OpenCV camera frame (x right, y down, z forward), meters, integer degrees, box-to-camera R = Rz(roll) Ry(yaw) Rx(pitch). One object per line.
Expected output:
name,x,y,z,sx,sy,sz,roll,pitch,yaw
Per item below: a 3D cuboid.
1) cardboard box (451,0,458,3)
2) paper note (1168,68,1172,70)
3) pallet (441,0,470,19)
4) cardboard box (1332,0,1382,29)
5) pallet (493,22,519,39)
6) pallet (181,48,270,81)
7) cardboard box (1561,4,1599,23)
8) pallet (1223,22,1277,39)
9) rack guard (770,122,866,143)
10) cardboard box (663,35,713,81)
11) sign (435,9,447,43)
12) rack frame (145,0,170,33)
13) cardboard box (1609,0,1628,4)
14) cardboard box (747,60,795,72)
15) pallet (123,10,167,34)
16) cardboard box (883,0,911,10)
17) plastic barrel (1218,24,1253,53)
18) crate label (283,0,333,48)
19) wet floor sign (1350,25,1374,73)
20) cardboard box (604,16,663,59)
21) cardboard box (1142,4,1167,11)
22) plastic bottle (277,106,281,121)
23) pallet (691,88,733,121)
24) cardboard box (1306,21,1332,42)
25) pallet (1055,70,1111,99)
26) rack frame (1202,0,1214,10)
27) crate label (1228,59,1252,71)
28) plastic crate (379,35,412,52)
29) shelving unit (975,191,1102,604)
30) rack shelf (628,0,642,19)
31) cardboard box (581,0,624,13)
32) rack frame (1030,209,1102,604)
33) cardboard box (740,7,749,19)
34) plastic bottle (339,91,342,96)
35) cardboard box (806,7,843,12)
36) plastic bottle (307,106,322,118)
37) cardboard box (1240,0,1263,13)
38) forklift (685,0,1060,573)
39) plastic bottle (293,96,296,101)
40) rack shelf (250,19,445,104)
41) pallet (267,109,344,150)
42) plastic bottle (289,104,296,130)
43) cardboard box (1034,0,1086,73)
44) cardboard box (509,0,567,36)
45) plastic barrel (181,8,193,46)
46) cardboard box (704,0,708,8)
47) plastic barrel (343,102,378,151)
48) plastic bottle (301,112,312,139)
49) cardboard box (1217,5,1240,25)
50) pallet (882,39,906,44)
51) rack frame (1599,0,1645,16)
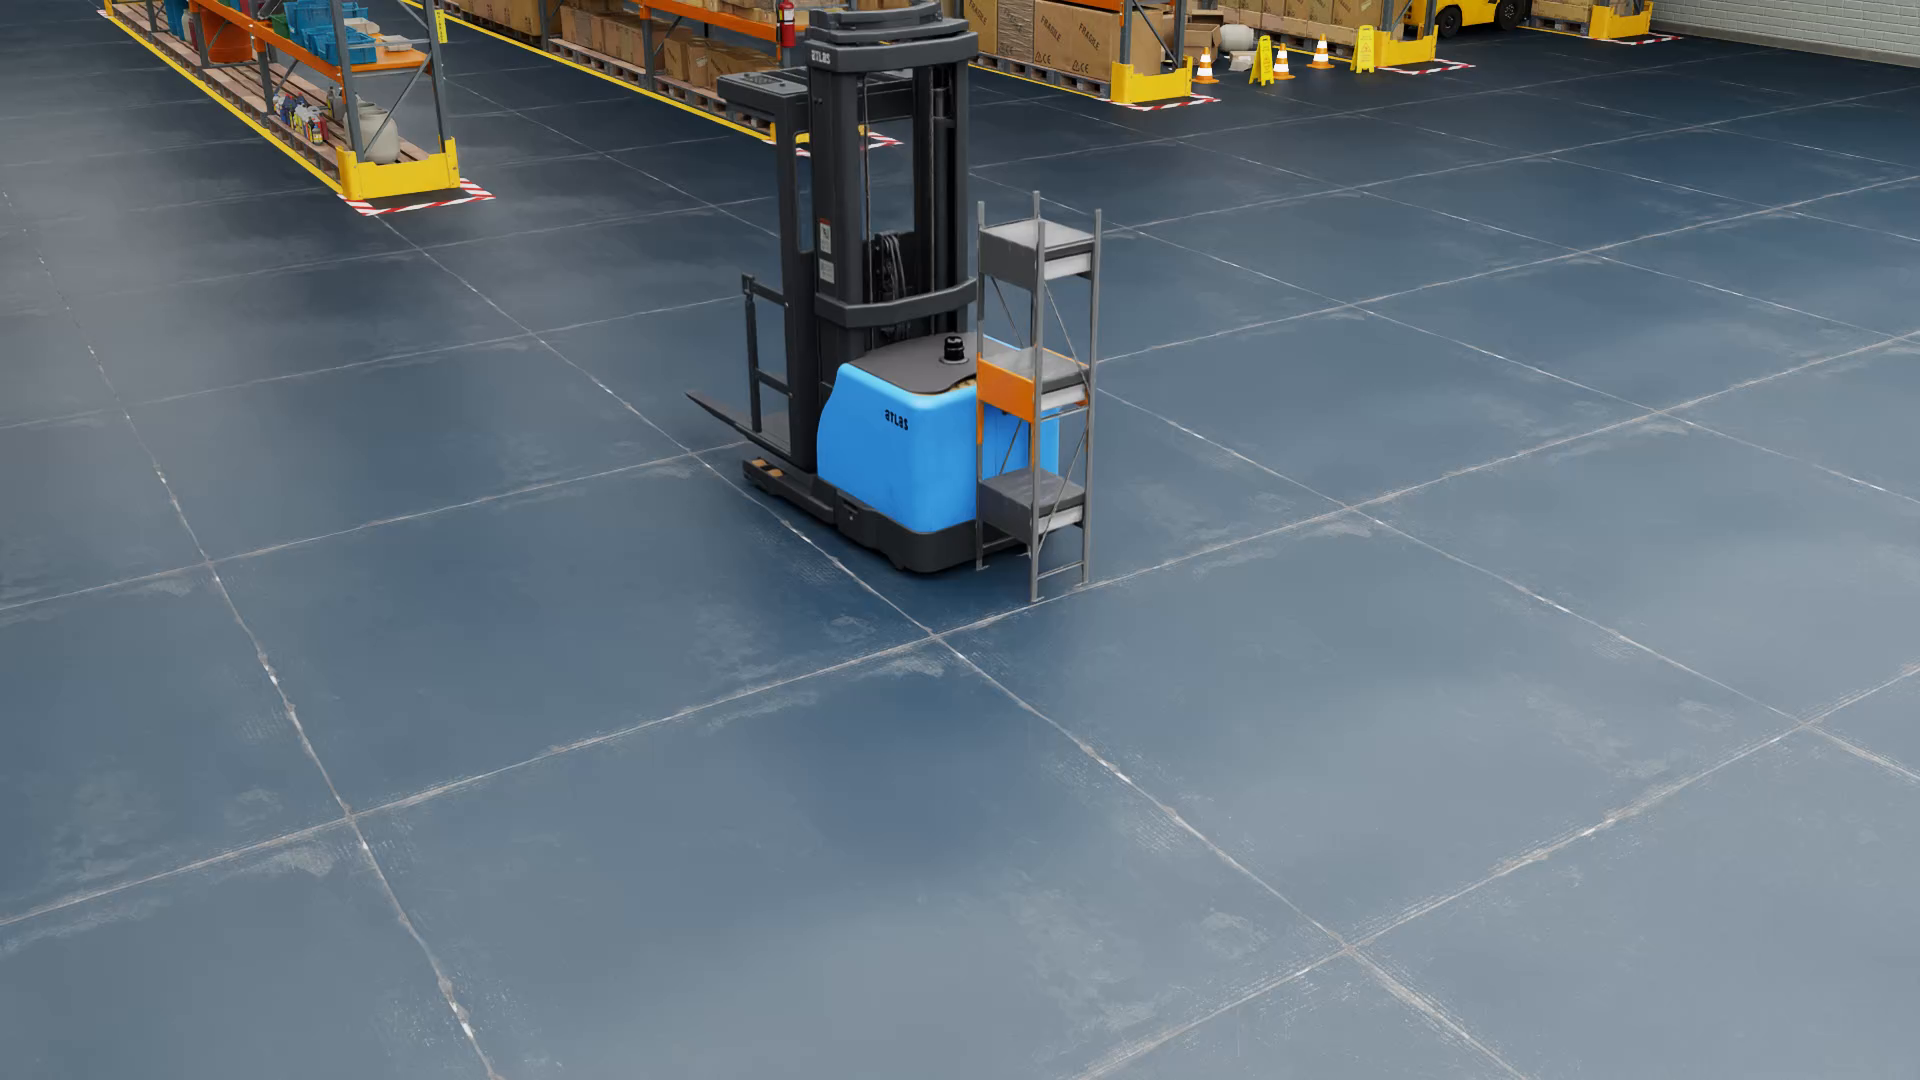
cardboard box,-8.505,-9.964,29.339,0.875,0.875,0.875,-16,29,-30
paper note,3.139,-6.906,24.344,0.144,0.017,0.142,-6,26,-12
pallet,-8.561,-9.509,29.646,1.003,0.211,1.213,-16,29,-30
cardboard box,5.987,-8.009,25.051,0.500,0.500,0.500,-15,29,-29
pallet,-7.057,-8.524,27.558,1.003,0.211,1.213,-16,29,-30
pallet,-10.643,-6.906,24.132,1.003,0.211,1.213,-16,29,-30
cardboard box,10.278,-8.696,27.386,0.500,0.250,0.500,-15,29,-29
pallet,4.855,-8.435,27.370,1.003,0.211,1.213,-16,29,-30
rack guard,-1.702,-5.084,19.935,1.175,0.500,0.348,-16,29,-30
cardboard box,-3.659,-6.526,22.495,0.500,0.500,0.500,-17,30,-31
sign,-5.347,-5.285,17.108,0.100,0.325,0.005,-16,29,-30
rack frame,-12.361,-9.326,25.991,1.000,3.000,0.127,-16,29,-30
cardboard box,10.717,-9.044,27.538,0.500,0.250,0.500,-15,29,-29
cardboard box,-2.343,-5.680,20.705,0.500,0.500,0.500,-8,26,-16
pallet,-13.465,-8.755,28.049,1.003,0.211,1.213,-16,29,-30
cardboard box,-0.571,-8.458,26.296,1.050,0.750,0.750,-16,29,-30
plastic barrel,4.246,-7.718,25.603,0.512,0.421,0.421,3,25,6
crate label,-7.042,-5.645,18.152,0.502,0.435,0.616,-16,29,-30
wet floor sign,5.850,-7.115,24.066,0.267,0.644,0.232,-6,26,-12
cardboard box,-4.712,-7.287,24.084,0.700,0.500,0.500,-18,31,-34
cardboard box,2.984,-8.714,26.737,0.500,0.500,0.500,-16,29,-30
plastic bottle,-8.076,-5.109,19.821,0.097,0.201,0.097,0,25,0
pallet,-2.778,-5.689,21.553,1.003,0.211,1.213,-16,29,-30
cardboard box,5.700,-7.857,25.609,0.500,0.250,0.500,-15,29,-29
pallet,2.048,-6.314,22.878,1.003,0.211,1.213,-16,29,-30
rack frame,4.459,-9.928,27.266,1.000,3.000,0.127,-16,29,-30
crate label,4.101,-6.942,24.295,0.298,0.136,0.250,12,28,24
plastic crate,-6.029,-5.309,17.792,0.298,0.136,0.250,-16,29,-30
shelving unit,0.399,-0.740,8.857,0.431,2.100,0.503,-18,31,-33
rack shelf,-4.936,-8.008,24.043,1.077,0.370,4.000,-16,29,-30
cardboard box,-5.339,-8.037,24.795,0.500,0.250,0.500,-12,28,-24
rack frame,0.546,-0.657,8.681,0.400,2.100,0.015,-18,31,-33
cardboard box,-2.428,-6.388,20.062,0.380,0.149,0.250,-16,29,-30
plastic bottle,-7.401,-5.302,20.055,0.144,0.351,0.185,-16,30,-31
cardboard box,-1.616,-6.232,19.731,0.380,0.149,0.250,-16,29,-30
plastic bottle,-7.456,-4.870,19.227,0.152,0.276,0.135,-16,29,-30
cardboard box,4.857,-8.751,26.624,0.500,0.500,0.500,-14,29,-28
forklift,-0.706,-1.711,9.942,1.130,2.935,3.031,-18,31,-33
plastic bottle,-7.899,-5.134,19.779,0.061,0.283,0.133,-16,29,-30
rack shelf,-6.902,-5.423,18.568,1.077,0.370,4.000,-16,29,-30
pallet,-7.662,-4.953,19.995,1.003,0.211,1.213,-16,29,-30
plastic bottle,-7.743,-4.913,19.310,0.061,0.283,0.133,-14,29,-27
cardboard box,1.643,-7.078,23.226,0.875,0.875,0.875,-16,30,-30
cardboard box,-6.387,-8.530,26.302,1.225,0.875,0.875,-17,30,-32
plastic barrel,-11.459,-7.716,25.003,0.421,0.512,0.421,0,25,0
cardboard box,-2.974,-6.746,20.820,0.380,0.149,0.250,-16,29,-30
plastic barrel,-6.507,-4.495,18.181,0.421,0.512,0.421,0,25,0
plastic bottle,-7.371,-4.702,18.871,0.152,0.276,0.135,-16,30,-31
cardboard box,4.555,-8.600,27.184,0.500,0.250,0.500,-17,30,-32
pallet,-0.788,-8.172,26.814,1.003,0.211,1.213,-16,29,-30
rack frame,10.799,-9.655,26.689,1.000,3.000,0.127,-16,29,-30
